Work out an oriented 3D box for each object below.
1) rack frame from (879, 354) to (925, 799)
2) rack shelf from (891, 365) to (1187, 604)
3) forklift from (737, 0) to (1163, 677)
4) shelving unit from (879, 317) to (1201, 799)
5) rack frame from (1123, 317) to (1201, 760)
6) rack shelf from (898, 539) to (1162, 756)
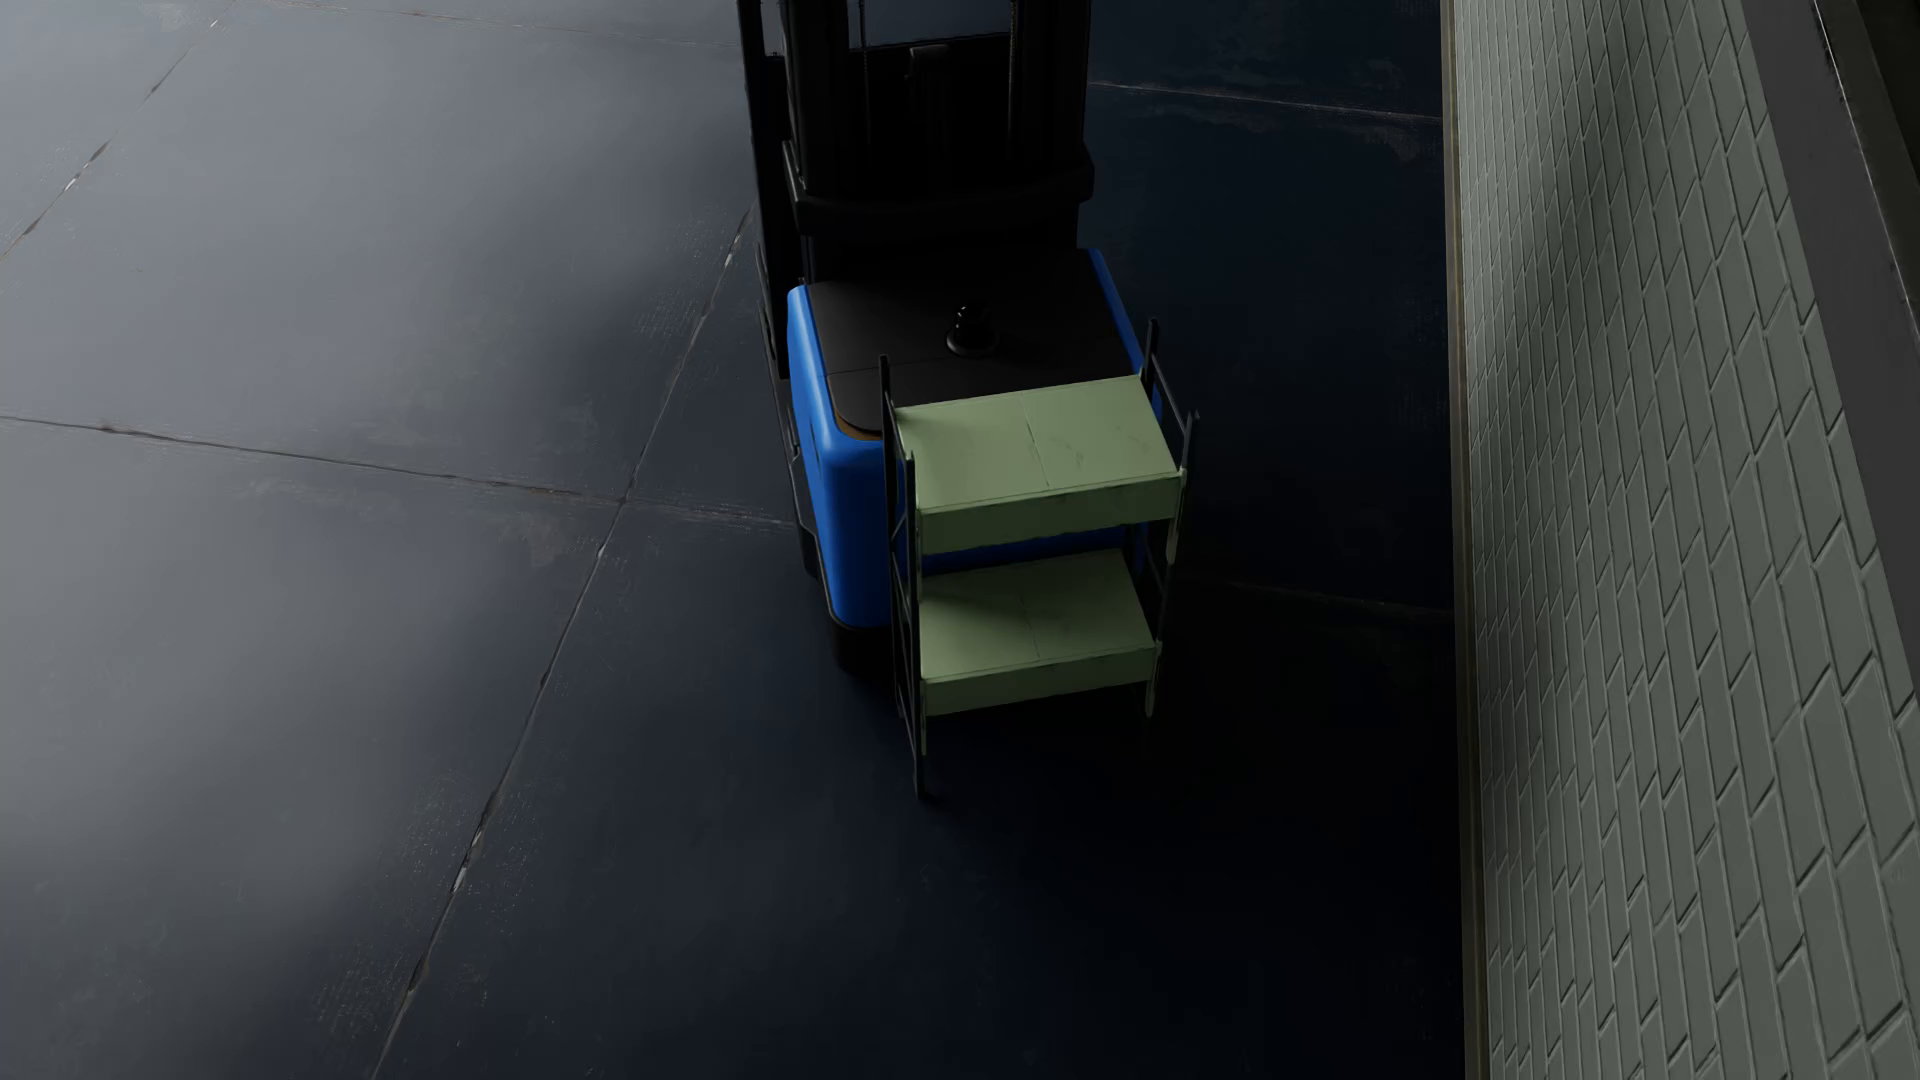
[{"bbox_3d":[-0.162,0.161,4.774,0.023,1.500,0.400,-9,49,-8],"label":"rack frame"},{"bbox_3d":[0.197,-0.154,4.532,0.720,0.370,0.431,-9,49,-8],"label":"rack shelf"},{"bbox_3d":[-0.184,-1.650,5.440,1.130,2.935,3.031,-9,49,-8],"label":"forklift"},{"bbox_3d":[0.197,0.107,4.823,0.755,1.500,0.431,-9,49,-8],"label":"shelving unit"},{"bbox_3d":[0.555,0.052,4.872,0.023,1.500,0.400,-9,49,-8],"label":"rack frame"},{"bbox_3d":[0.197,0.325,5.065,0.720,0.370,0.431,-9,49,-8],"label":"rack shelf"}]
